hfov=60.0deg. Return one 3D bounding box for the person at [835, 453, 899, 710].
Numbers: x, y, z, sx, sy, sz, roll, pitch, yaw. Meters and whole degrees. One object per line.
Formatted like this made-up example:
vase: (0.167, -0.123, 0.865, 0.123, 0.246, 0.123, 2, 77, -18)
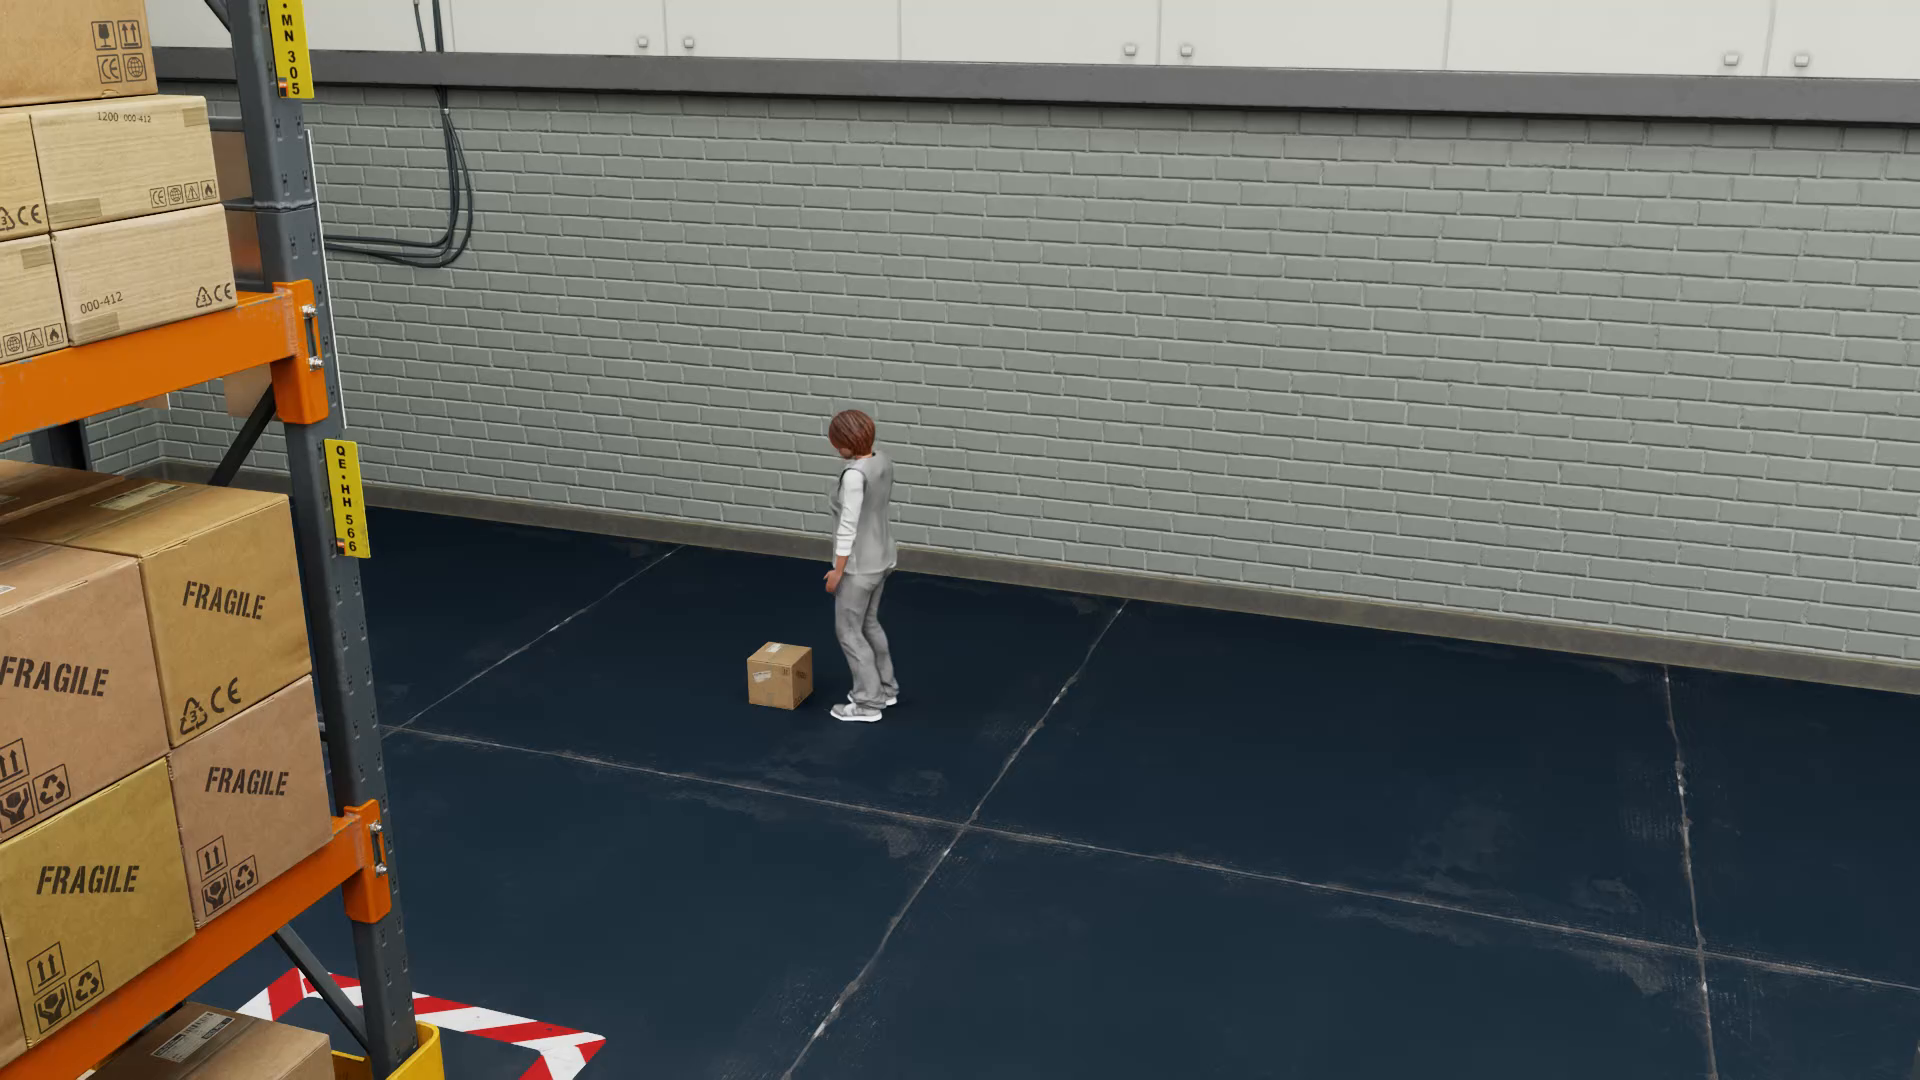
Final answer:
person: (-0.479, 0.213, 8.234, 0.277, 1.280, 0.410, 7, 20, 19)
